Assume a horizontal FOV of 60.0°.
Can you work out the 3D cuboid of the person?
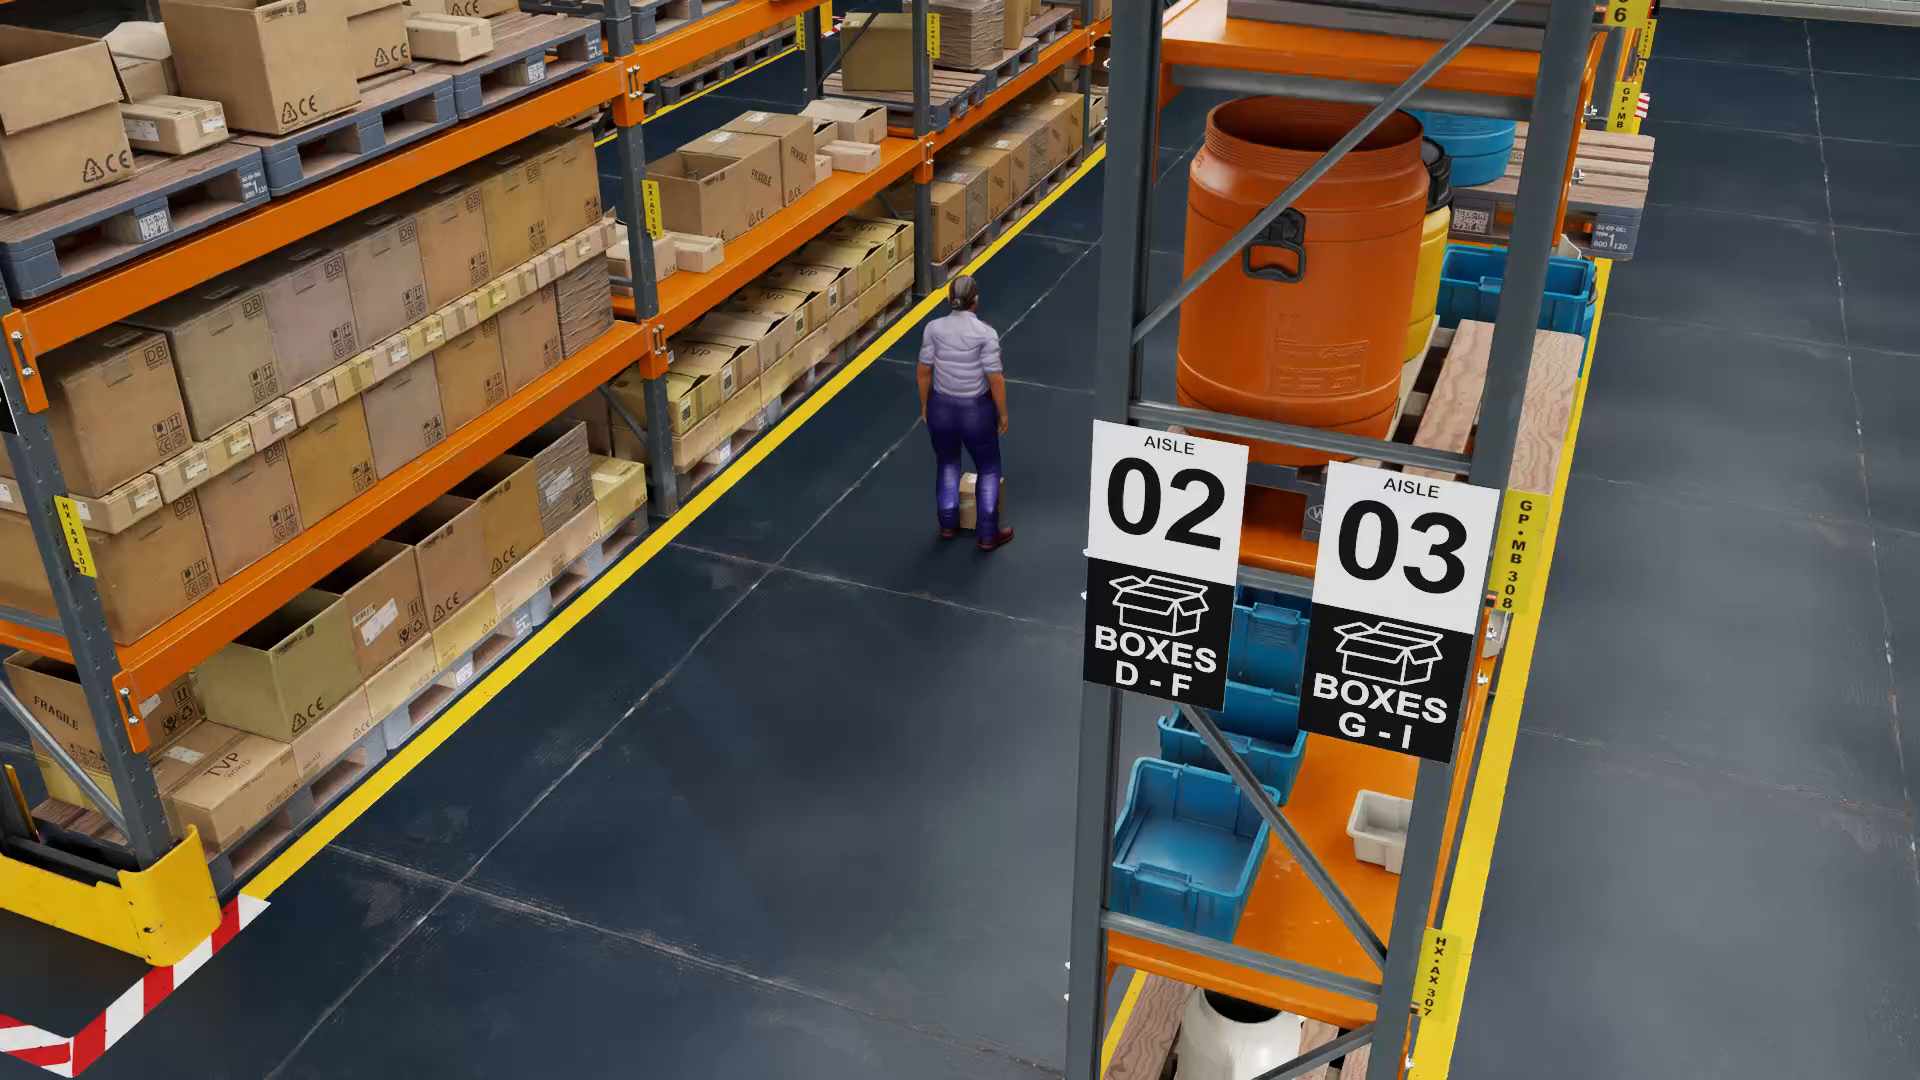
[{"bbox_3d":[0.035,-0.743,9.695,0.557,1.652,0.416,10,31,18],"label":"person"}]
